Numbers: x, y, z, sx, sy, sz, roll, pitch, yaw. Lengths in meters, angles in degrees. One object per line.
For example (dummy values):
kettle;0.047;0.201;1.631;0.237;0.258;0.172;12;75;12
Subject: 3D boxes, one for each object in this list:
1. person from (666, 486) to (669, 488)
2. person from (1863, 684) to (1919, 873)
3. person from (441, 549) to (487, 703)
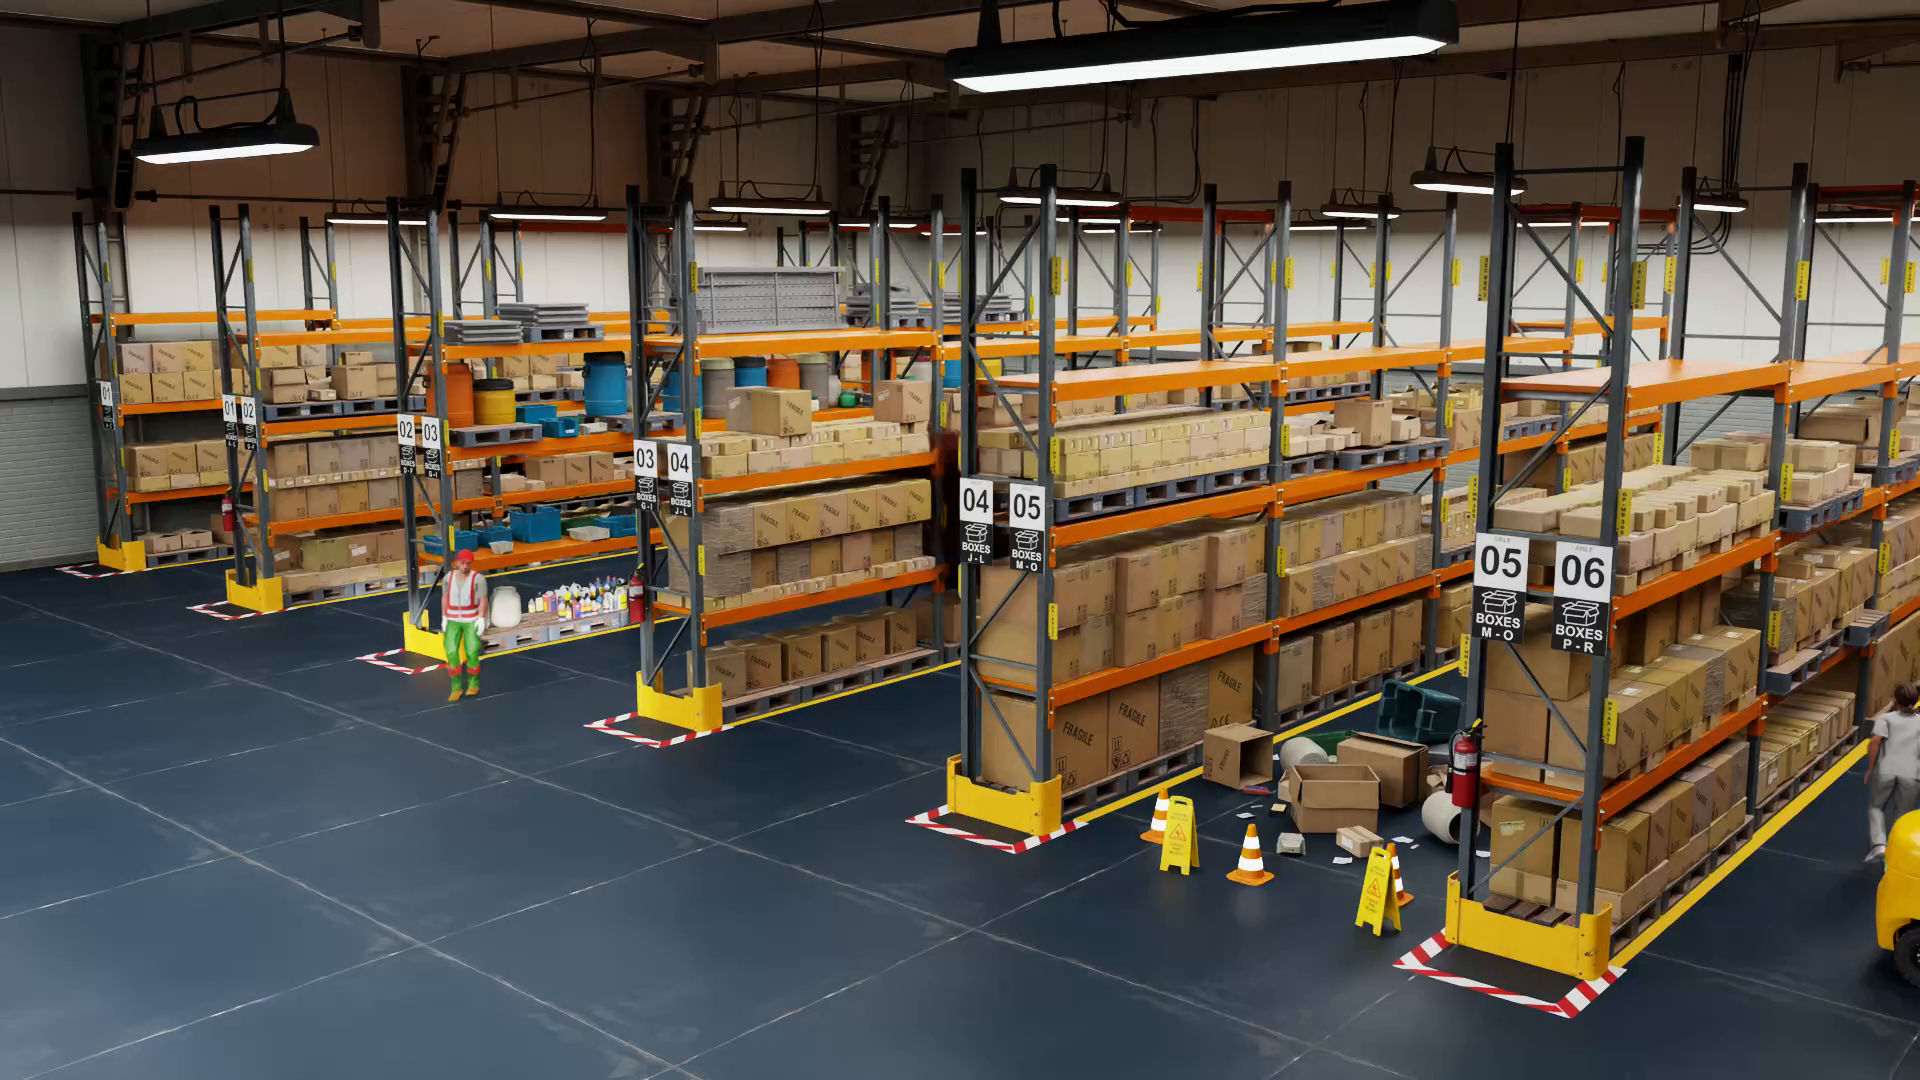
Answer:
person;-6.185;-1.519;35.274;0.421;1.639;0.984;6;11;30
person;8.058;2.050;14.314;0.489;1.560;0.700;5;11;30
person;-5.939;1.027;19.857;0.570;1.846;0.509;-1;10;-4
